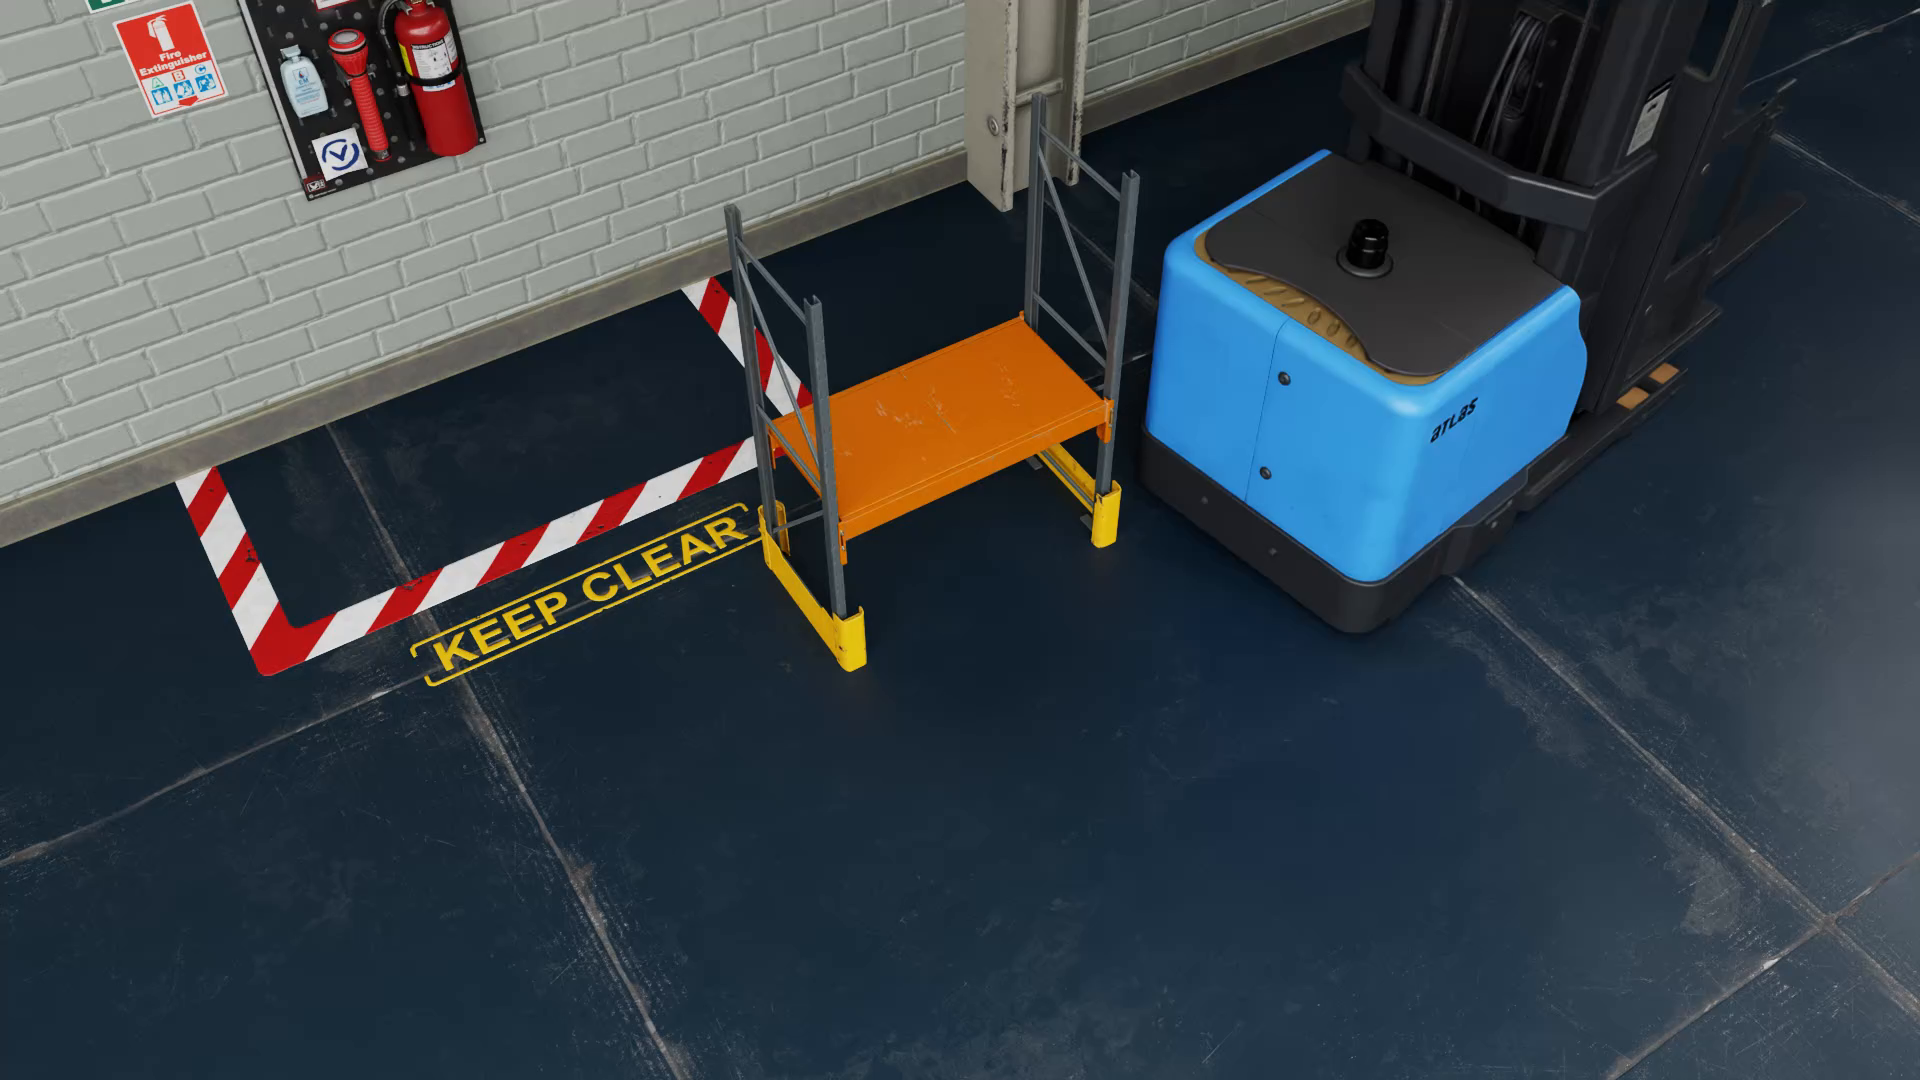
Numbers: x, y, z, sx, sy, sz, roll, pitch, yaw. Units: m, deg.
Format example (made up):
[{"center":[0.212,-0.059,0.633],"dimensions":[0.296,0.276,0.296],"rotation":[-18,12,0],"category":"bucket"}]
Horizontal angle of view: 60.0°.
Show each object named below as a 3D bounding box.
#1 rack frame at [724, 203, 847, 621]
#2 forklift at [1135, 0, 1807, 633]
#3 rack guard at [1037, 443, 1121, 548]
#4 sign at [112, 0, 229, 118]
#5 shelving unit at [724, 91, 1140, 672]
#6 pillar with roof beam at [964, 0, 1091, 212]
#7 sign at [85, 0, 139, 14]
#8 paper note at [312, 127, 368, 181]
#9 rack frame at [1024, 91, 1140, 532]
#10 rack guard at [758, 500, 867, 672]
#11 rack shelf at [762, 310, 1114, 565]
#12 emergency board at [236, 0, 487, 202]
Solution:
[{"center":[-0.502,-0.262,4.979],"dimensions":[0.032,1.500,0.500],"rotation":[-25,53,-21],"category":"rack frame"},{"center":[2.053,-1.637,5.245],"dimensions":[3.031,2.935,1.130],"rotation":[-34,56,-26],"category":"forklift"},{"center":[0.357,-0.251,5.806],"dimensions":[0.087,0.250,0.587],"rotation":[-25,53,-21],"category":"rack guard"},{"center":[-2.370,-1.443,5.003],"dimensions":[0.234,0.329,0.001],"rotation":[-25,53,-21],"category":"sign"},{"center":[-0.064,-0.468,5.163],"dimensions":[1.083,1.500,0.587],"rotation":[-25,53,-21],"category":"shelving unit"},{"center":[2.560,-1.823,1.348],"dimensions":[0.400,9.000,9.100],"rotation":[-25,53,-21],"category":"pillar with roof beam"},{"center":[-2.362,-1.616,4.802],"dimensions":[0.331,0.109,0.001],"rotation":[-25,53,-21],"category":"sign"},{"center":[-2.034,-1.267,5.459],"dimensions":[0.142,0.148,0.016],"rotation":[-25,53,-21],"category":"paper note"},{"center":[0.358,-0.667,5.340],"dimensions":[0.032,1.500,0.500],"rotation":[-25,53,-21],"category":"rack frame"},{"center":[-0.486,0.146,5.453],"dimensions":[0.087,0.250,0.587],"rotation":[-25,53,-21],"category":"rack guard"},{"center":[-0.072,-0.345,5.294],"dimensions":[1.000,0.185,0.538],"rotation":[-25,53,-21],"category":"rack shelf"},{"center":[-1.848,-1.587,5.154],"dimensions":[0.643,1.169,0.194],"rotation":[-25,53,-21],"category":"emergency board"}]
